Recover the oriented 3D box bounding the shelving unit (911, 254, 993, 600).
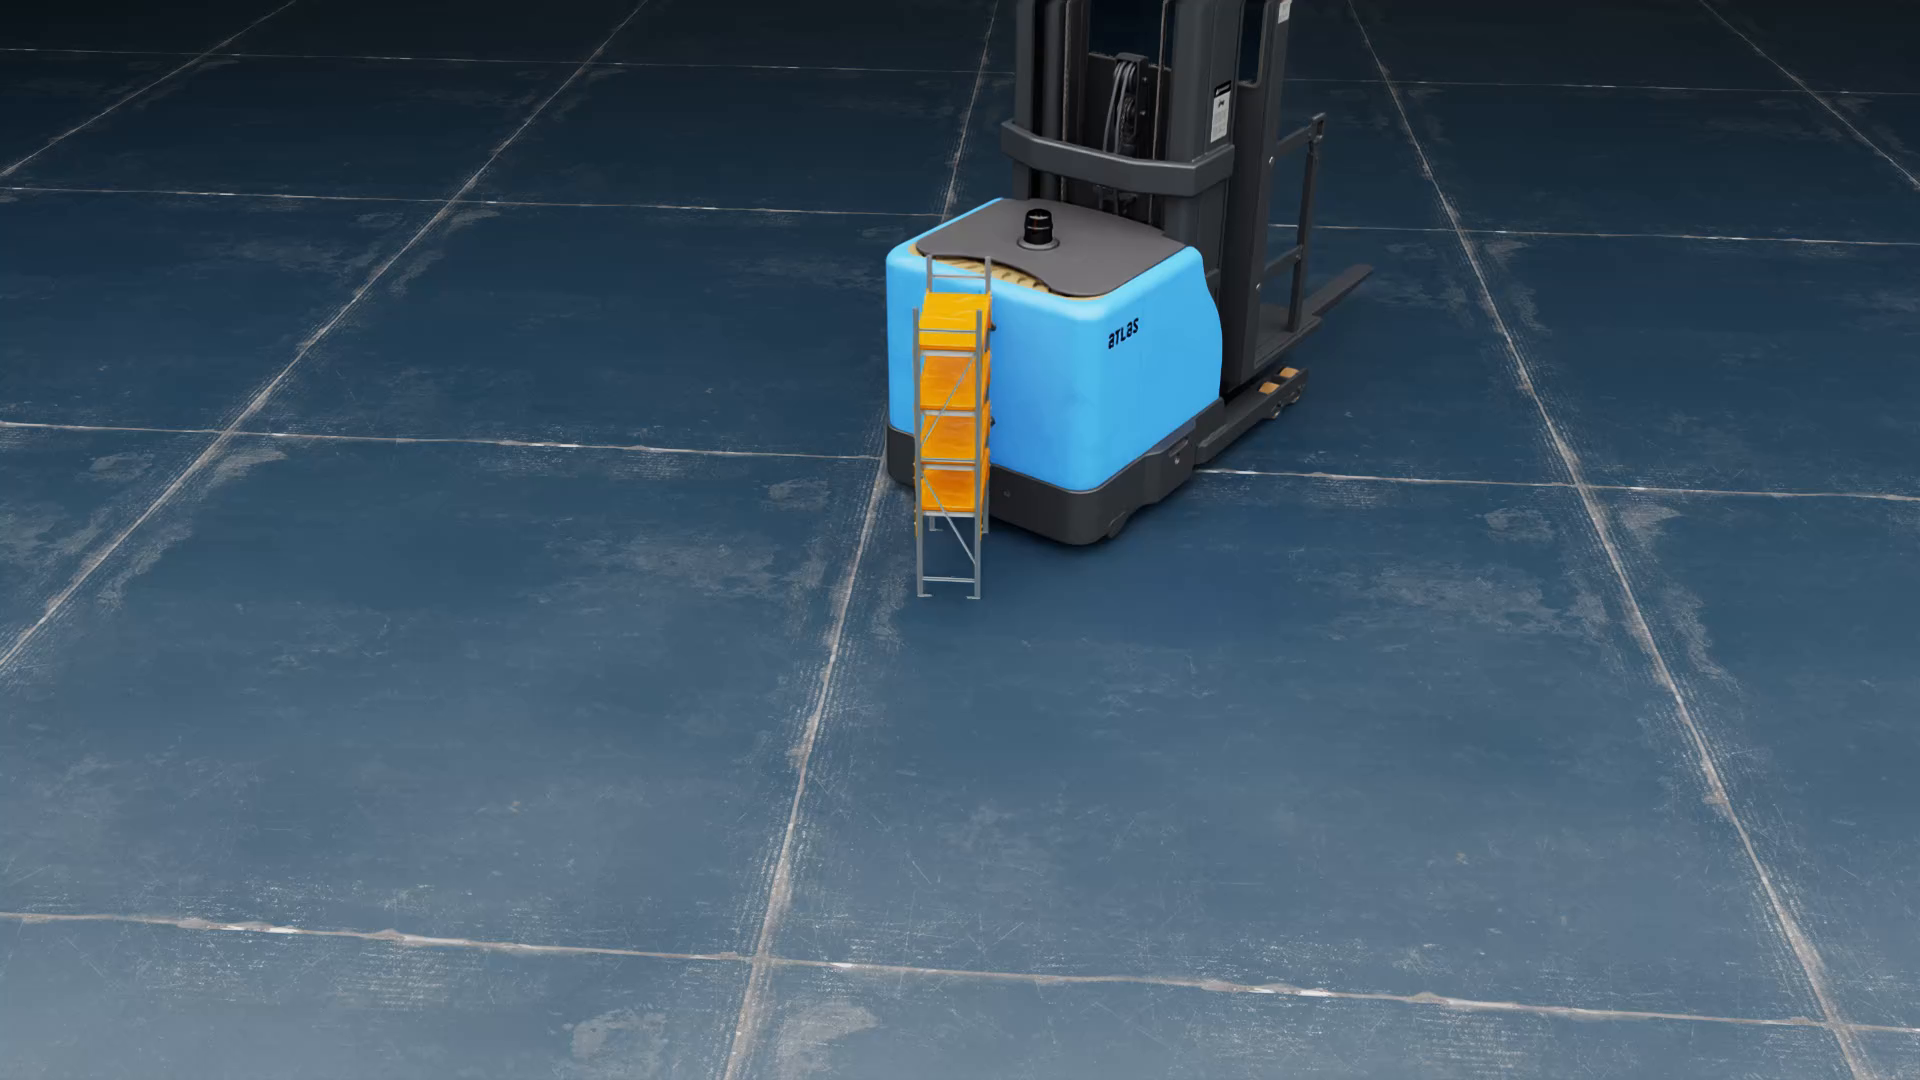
[{"bbox_3d":[-0.024,-0.417,6.282,0.258,1.200,0.503,2,32,4],"label":"shelving unit"}]

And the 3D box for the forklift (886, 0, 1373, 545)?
[{"bbox_3d":[0.973,-1.945,7.112,1.130,2.935,3.031,21,38,31],"label":"forklift"}]

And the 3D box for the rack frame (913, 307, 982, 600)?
[{"bbox_3d":[-0.044,-0.289,6.075,0.240,1.200,0.015,2,32,4],"label":"rack frame"}]

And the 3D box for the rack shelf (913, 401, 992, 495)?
[{"bbox_3d":[-0.024,-0.359,6.318,0.258,0.148,0.480,2,32,4],"label":"rack shelf"}]

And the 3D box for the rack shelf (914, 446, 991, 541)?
[{"bbox_3d":[-0.024,-0.190,6.422,0.258,0.148,0.480,2,32,4],"label":"rack shelf"}]

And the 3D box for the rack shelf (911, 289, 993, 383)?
[{"bbox_3d":[-0.024,-0.751,6.076,0.258,0.148,0.480,2,32,4],"label":"rack shelf"}]

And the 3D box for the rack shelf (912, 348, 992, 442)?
[{"bbox_3d":[-0.024,-0.550,6.200,0.258,0.148,0.480,2,32,4],"label":"rack shelf"}]

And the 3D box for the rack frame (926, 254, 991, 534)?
[{"bbox_3d":[-0.005,-0.544,6.489,0.240,1.200,0.015,2,32,4],"label":"rack frame"}]
